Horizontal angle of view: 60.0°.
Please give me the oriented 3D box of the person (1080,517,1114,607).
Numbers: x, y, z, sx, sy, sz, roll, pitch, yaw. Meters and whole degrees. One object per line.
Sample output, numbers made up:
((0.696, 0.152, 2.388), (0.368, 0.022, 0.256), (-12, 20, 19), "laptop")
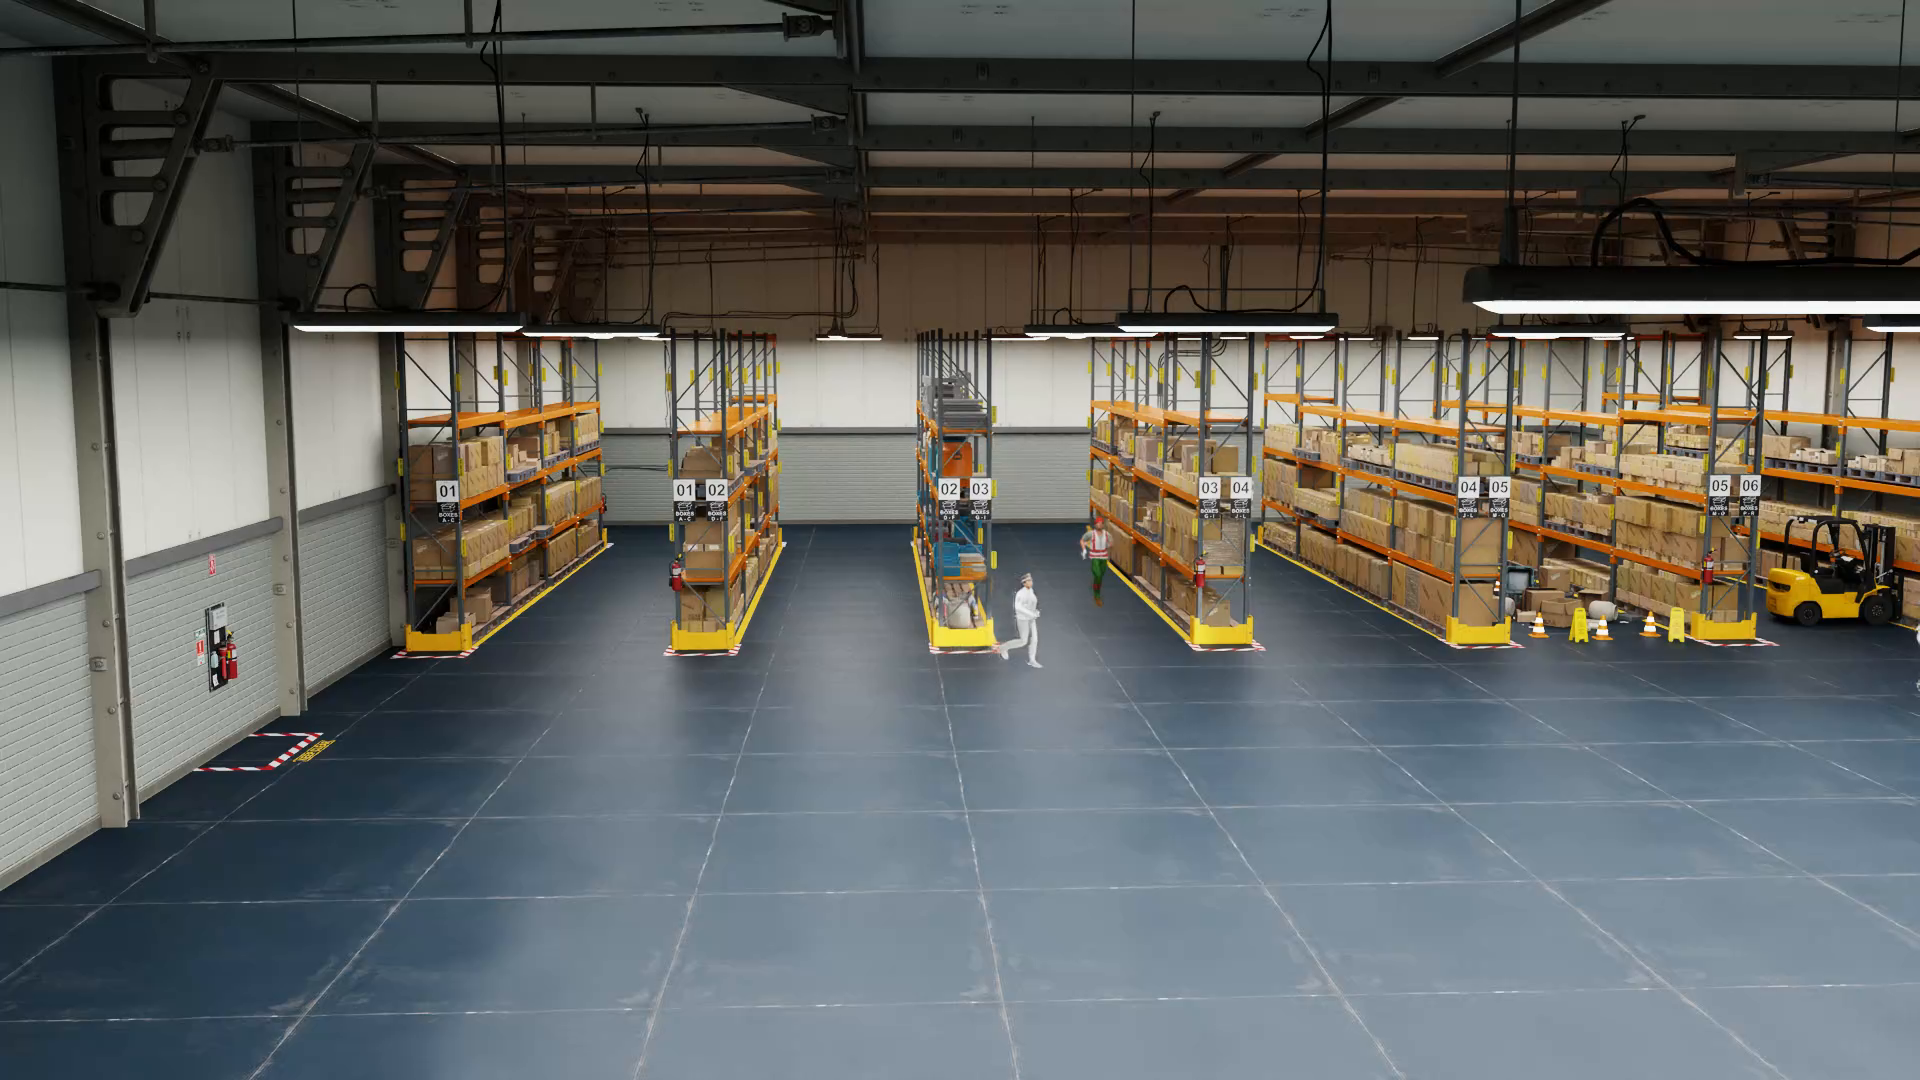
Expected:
((2.908, 0.437, 34.911), (0.646, 1.846, 0.762), (-2, 7, -19), "person")

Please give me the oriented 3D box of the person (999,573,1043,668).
((1.127, 1.419, 29.627), (0.801, 1.699, 0.625), (4, 8, 30), "person")

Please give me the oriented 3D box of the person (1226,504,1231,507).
((7.481, -0.751, 47.703), (0.709, 1.708, 0.568), (4, 8, 28), "person")
